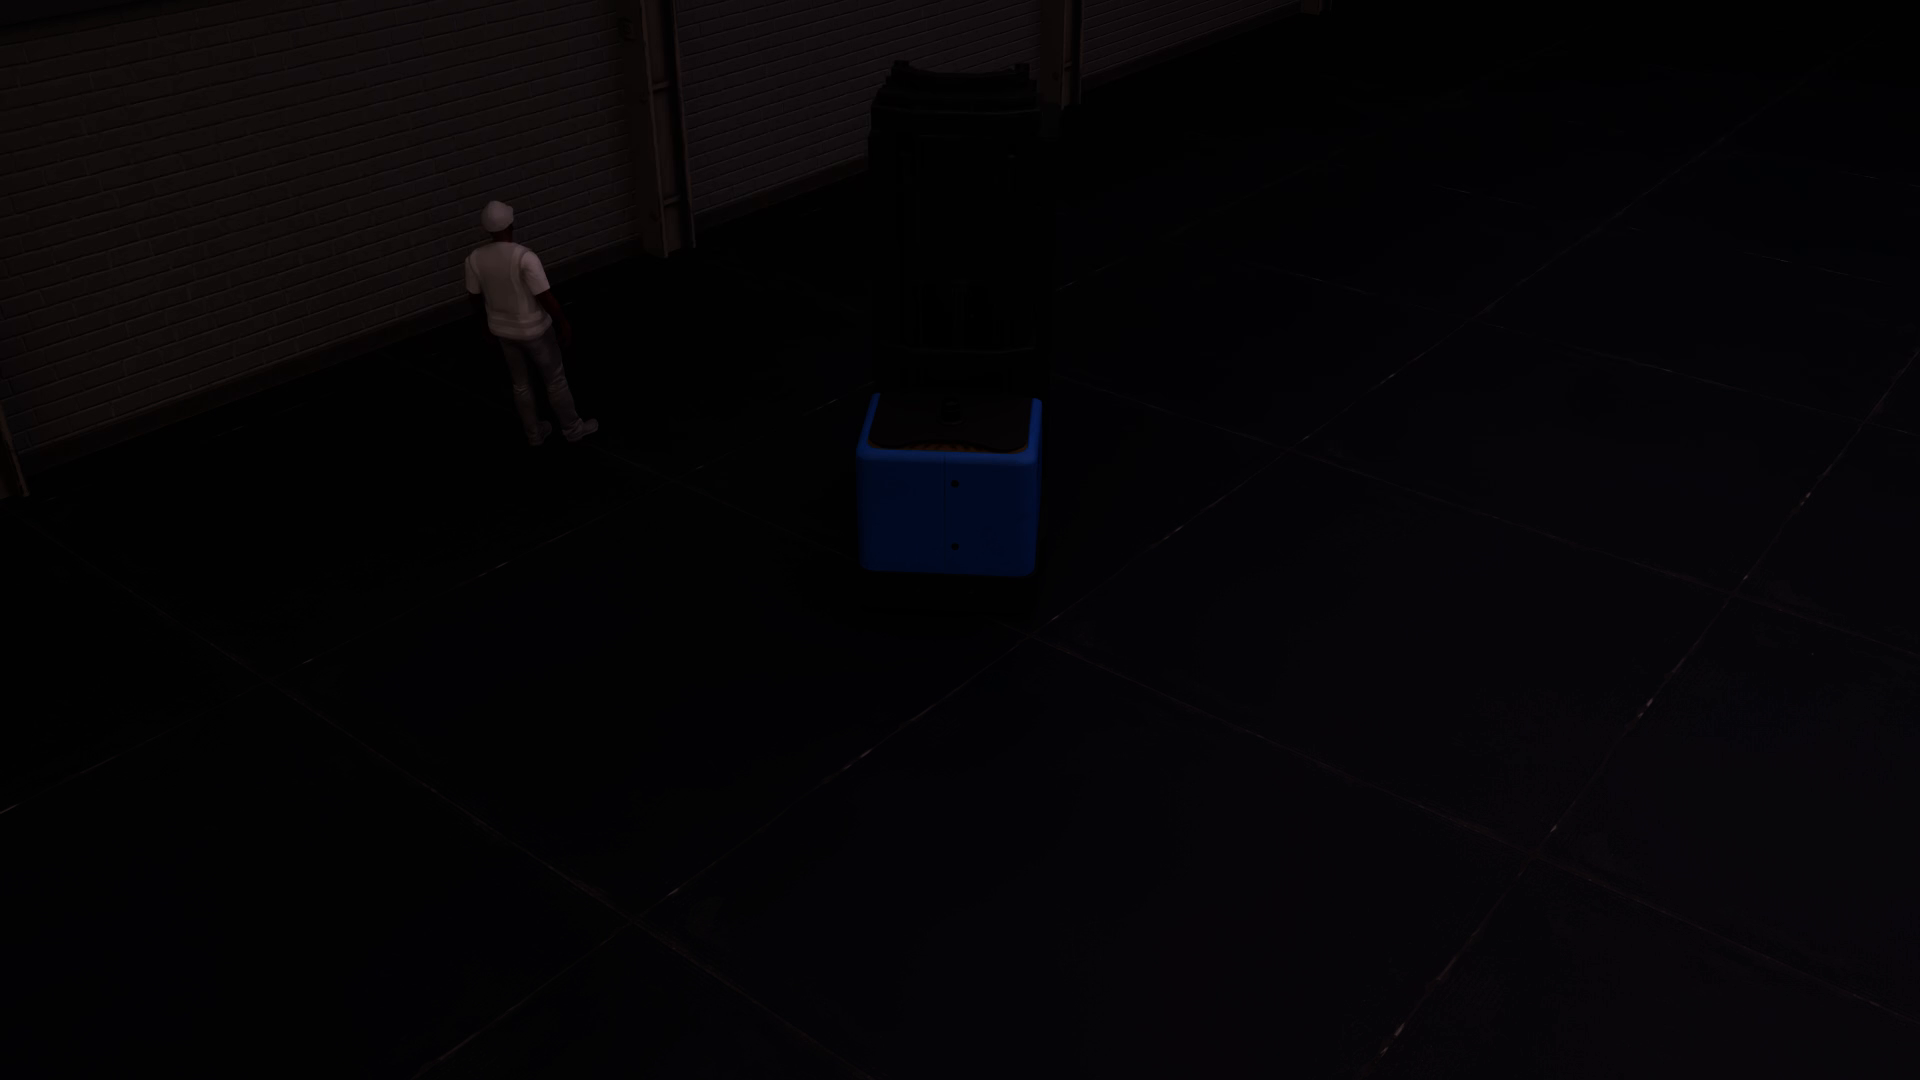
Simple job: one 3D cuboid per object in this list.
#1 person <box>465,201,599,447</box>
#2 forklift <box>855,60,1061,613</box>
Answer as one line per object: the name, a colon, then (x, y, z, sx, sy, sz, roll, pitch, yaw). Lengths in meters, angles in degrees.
person: (-2.928, -1.474, 11.257, 0.666, 1.765, 0.579, 8, 31, 13)
forklift: (0.036, -1.557, 10.259, 1.130, 2.935, 3.031, 2, 30, 4)
